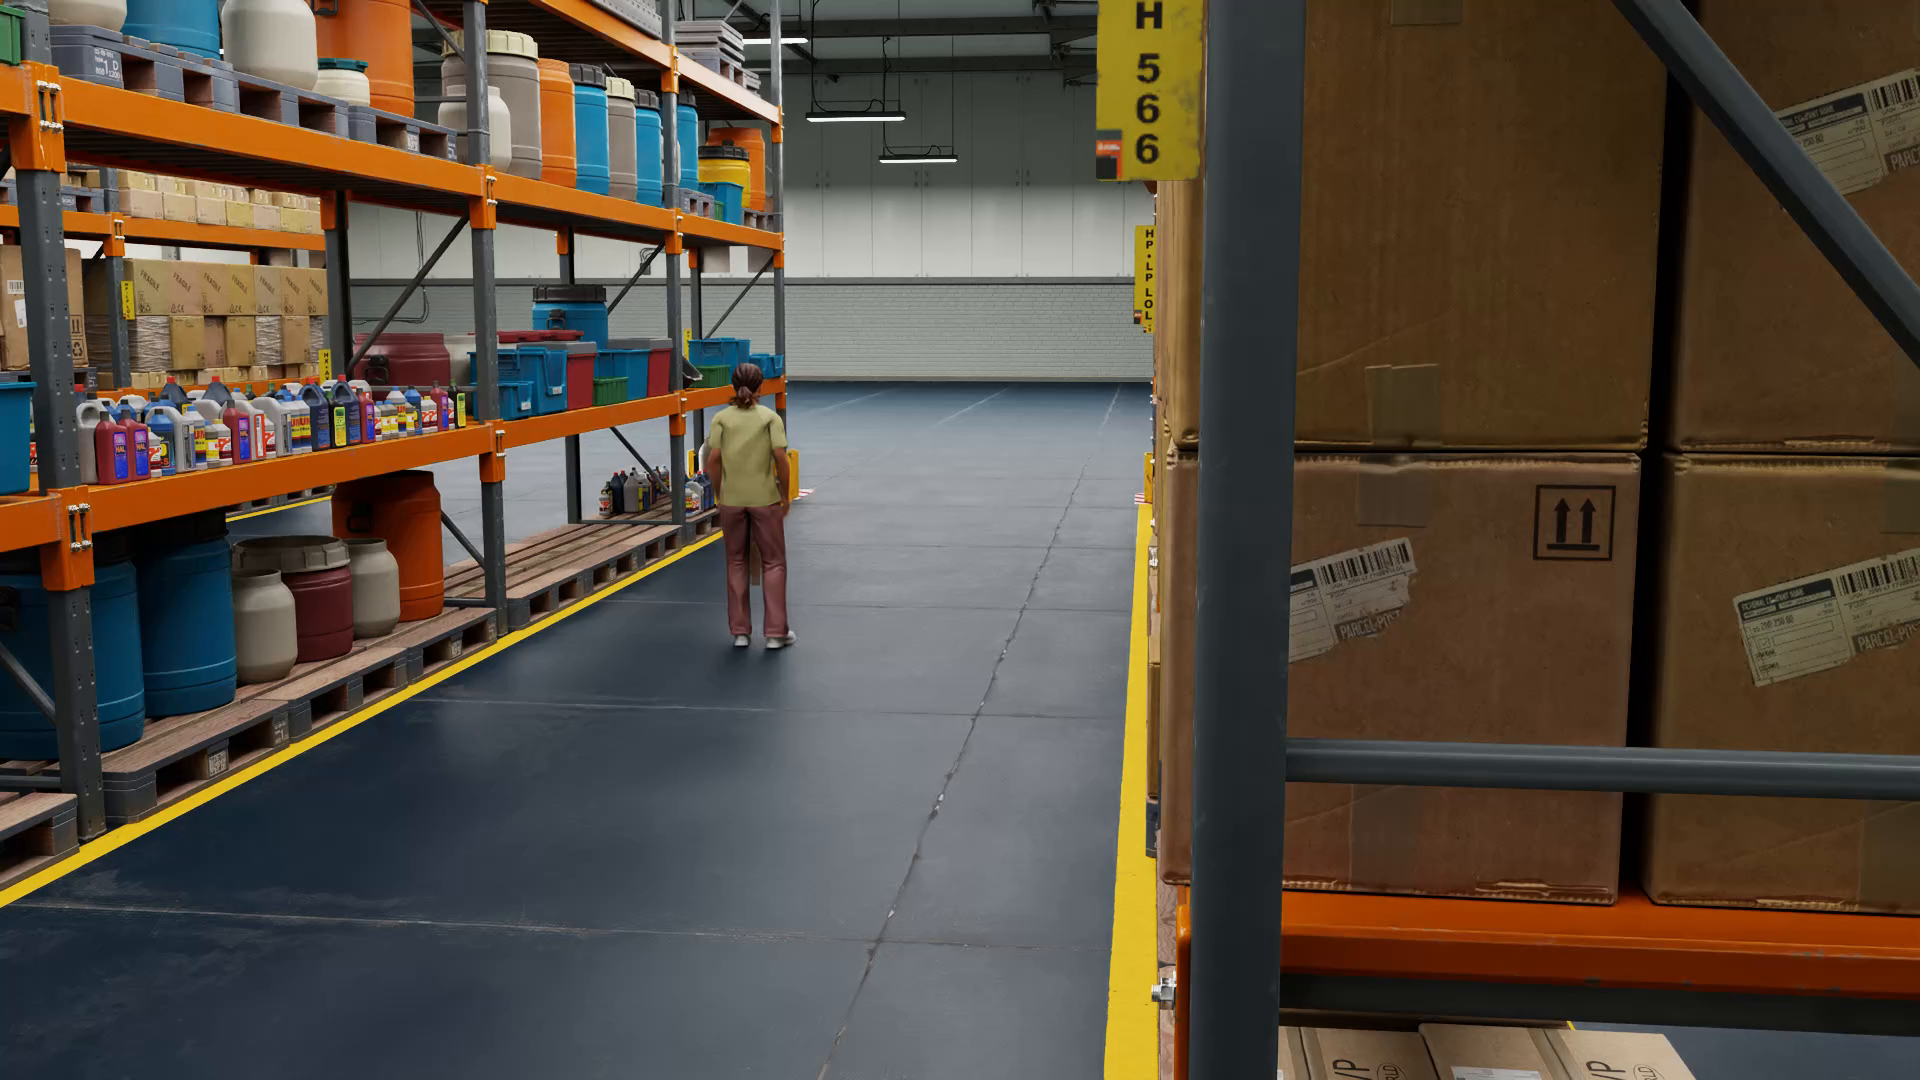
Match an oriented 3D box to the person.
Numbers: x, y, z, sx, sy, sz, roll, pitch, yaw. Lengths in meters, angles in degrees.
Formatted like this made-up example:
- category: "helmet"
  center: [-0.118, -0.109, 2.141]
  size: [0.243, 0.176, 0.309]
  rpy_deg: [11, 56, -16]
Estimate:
- category: "person"
  center: [-1.230, -0.206, 9.820]
  size: [0.483, 1.675, 0.412]
  rpy_deg: [1, 8, 5]
